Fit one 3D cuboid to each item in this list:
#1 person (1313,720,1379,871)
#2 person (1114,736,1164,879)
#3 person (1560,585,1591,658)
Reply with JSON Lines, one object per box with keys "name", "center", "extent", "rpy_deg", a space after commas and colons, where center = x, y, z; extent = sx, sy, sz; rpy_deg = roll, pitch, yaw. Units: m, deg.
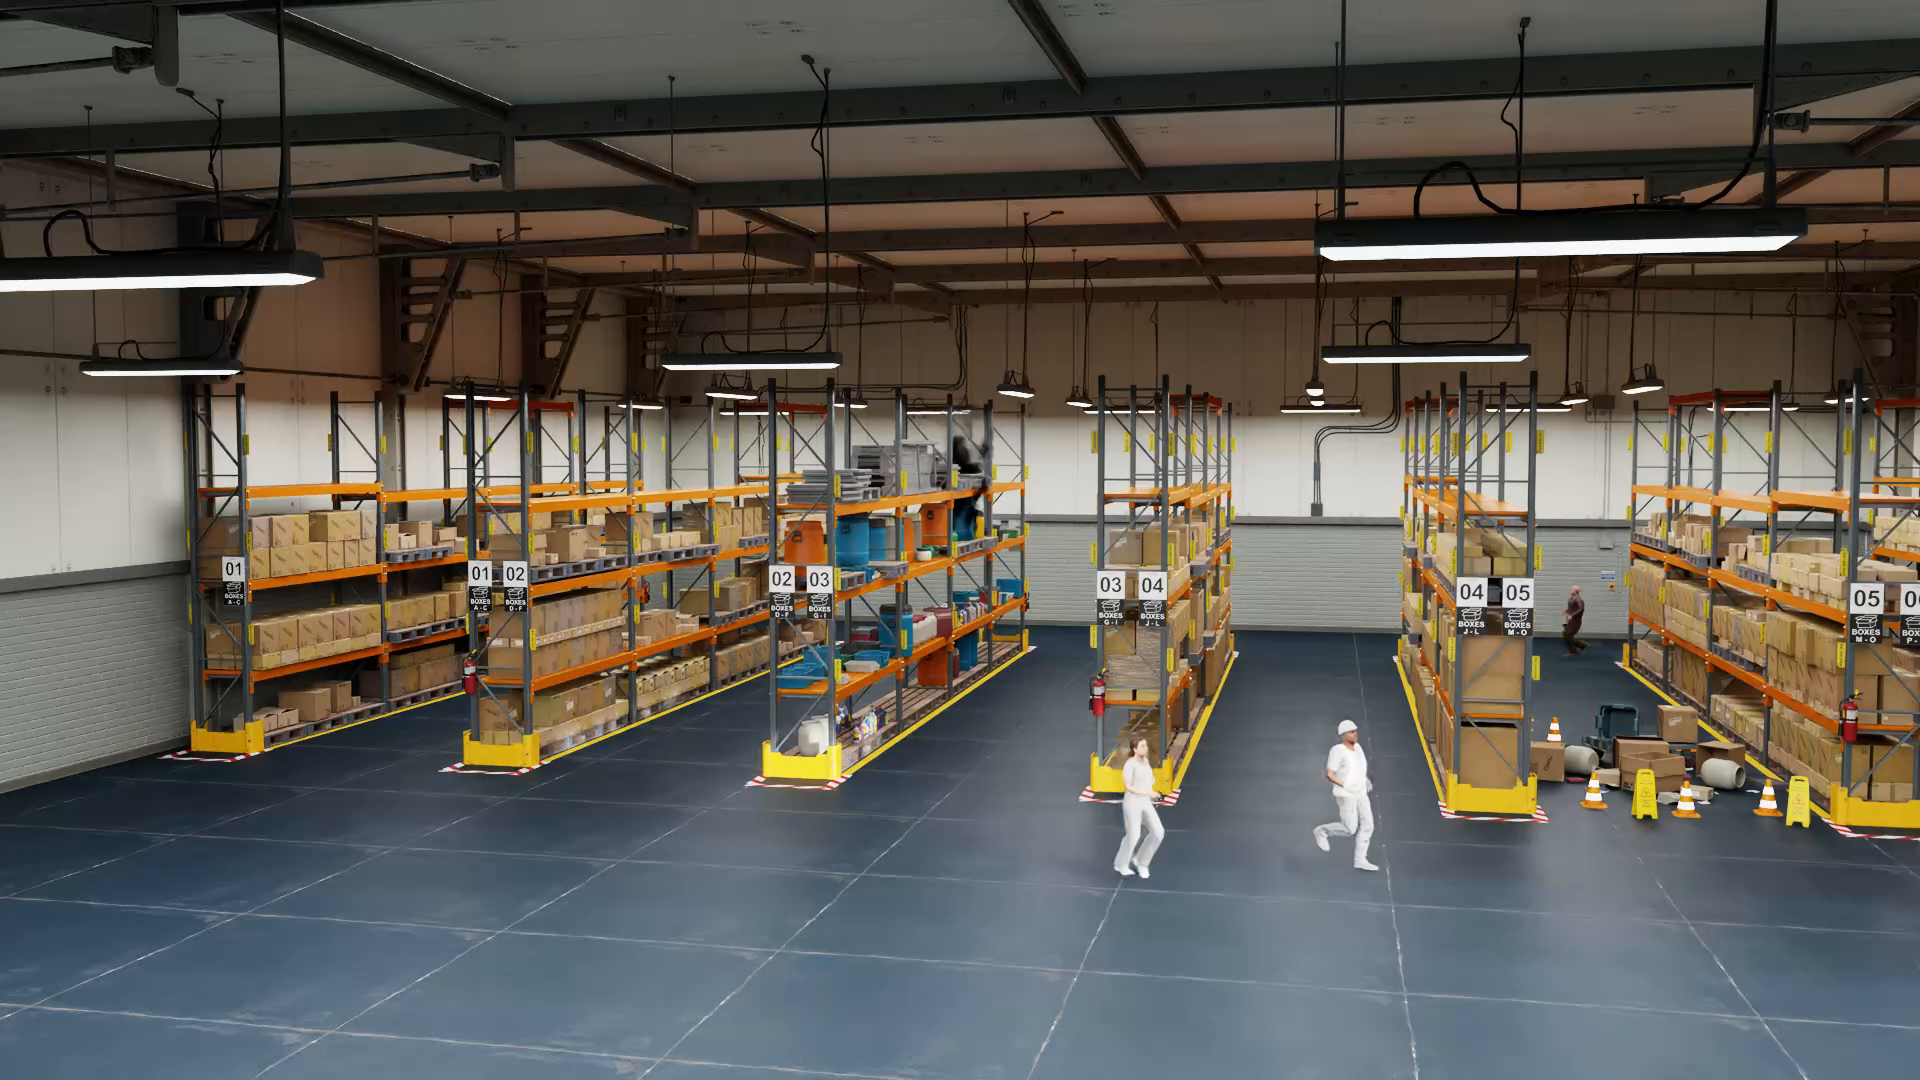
{"name": "person", "center": [4.615, 3.007, 19.737], "extent": [0.696, 1.744, 0.837], "rpy_deg": [-3, 4, -43]}
{"name": "person", "center": [2.079, 3.086, 19.148], "extent": [0.582, 1.688, 0.681], "rpy_deg": [-3, 5, -44]}
{"name": "person", "center": [14.438, 1.922, 38.988], "extent": [0.687, 1.726, 0.751], "rpy_deg": [1, 3, 15]}
